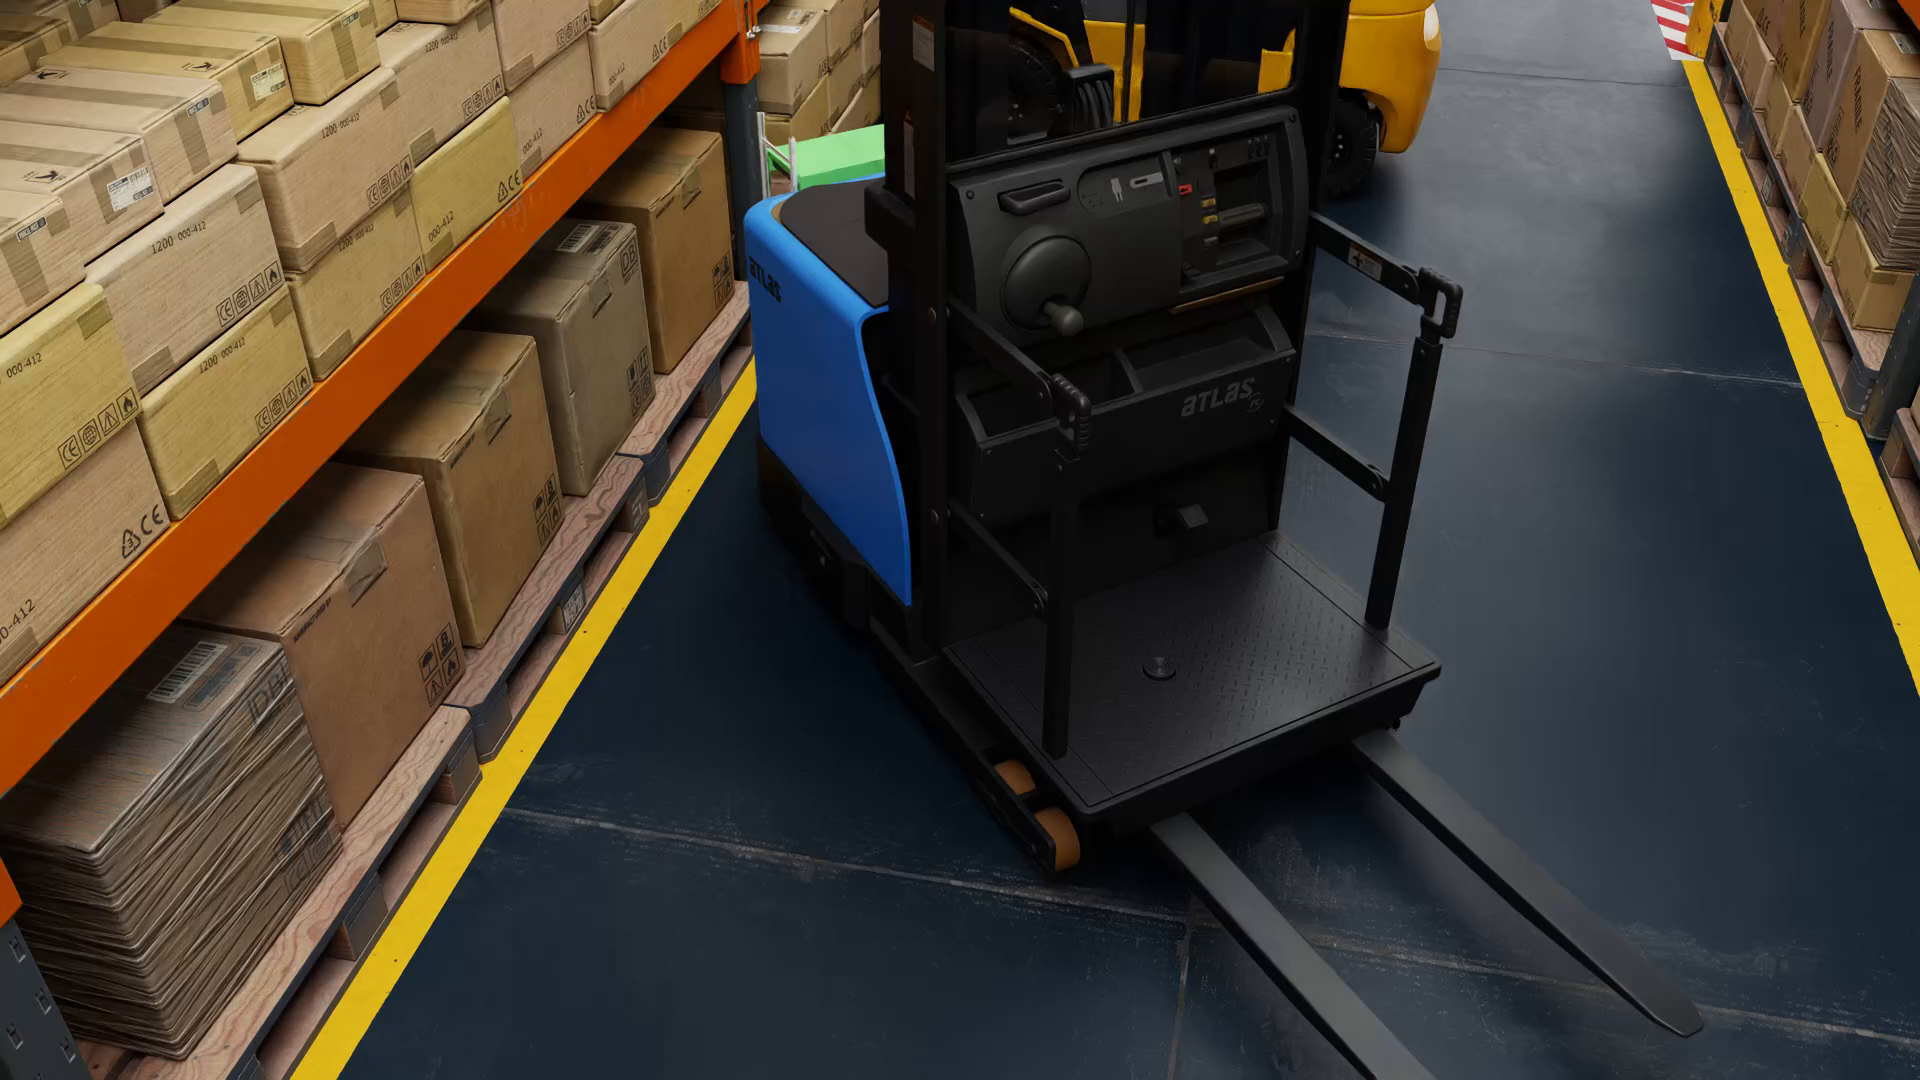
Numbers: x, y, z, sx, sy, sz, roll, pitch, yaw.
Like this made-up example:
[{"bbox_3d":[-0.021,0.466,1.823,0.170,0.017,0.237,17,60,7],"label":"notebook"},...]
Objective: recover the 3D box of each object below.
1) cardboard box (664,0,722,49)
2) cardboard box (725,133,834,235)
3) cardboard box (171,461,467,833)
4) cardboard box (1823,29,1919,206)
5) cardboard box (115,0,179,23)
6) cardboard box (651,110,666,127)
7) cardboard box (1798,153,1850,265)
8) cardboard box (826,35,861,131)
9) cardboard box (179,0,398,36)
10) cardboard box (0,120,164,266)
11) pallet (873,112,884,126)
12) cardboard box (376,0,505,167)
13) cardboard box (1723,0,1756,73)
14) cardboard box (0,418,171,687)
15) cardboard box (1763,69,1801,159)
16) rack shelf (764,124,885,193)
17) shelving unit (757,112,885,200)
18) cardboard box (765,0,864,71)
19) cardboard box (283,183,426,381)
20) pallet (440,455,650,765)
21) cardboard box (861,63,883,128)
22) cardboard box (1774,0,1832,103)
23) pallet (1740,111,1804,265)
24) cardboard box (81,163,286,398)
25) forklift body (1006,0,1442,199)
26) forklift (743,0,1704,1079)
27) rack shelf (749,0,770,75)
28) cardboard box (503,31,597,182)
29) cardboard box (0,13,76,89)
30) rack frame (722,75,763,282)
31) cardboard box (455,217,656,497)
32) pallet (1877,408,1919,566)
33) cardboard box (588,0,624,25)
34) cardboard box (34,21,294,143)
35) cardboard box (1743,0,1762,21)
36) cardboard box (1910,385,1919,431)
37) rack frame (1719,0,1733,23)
[{"bbox_3d":[-1.081,-1.765,5.257,0.500,0.250,0.500,8,37,11],"label":"cardboard box"},{"bbox_3d":[-0.803,-1.440,6.666,0.500,0.250,0.500,8,37,10],"label":"cardboard box"},{"bbox_3d":[-1.805,0.206,4.075,0.875,0.625,0.625,8,37,11],"label":"cardboard box"},{"bbox_3d":[3.592,-1.552,6.182,0.500,0.500,0.500,8,37,11],"label":"cardboard box"},{"bbox_3d":[-1.903,-1.252,3.783,0.380,0.149,0.250,8,37,11],"label":"cardboard box"},{"bbox_3d":[-1.326,-1.711,6.614,0.500,0.250,0.500,7,36,9],"label":"cardboard box"},{"bbox_3d":[3.588,-1.263,6.422,0.500,0.250,0.500,6,36,9],"label":"cardboard box"},{"bbox_3d":[-0.719,-1.934,6.921,0.500,0.250,0.500,7,37,10],"label":"cardboard box"},{"bbox_3d":[-1.501,-1.205,3.719,0.380,0.149,0.250,7,37,10],"label":"cardboard box"},{"bbox_3d":[-1.642,-0.607,2.893,0.380,0.149,0.250,8,37,11],"label":"cardboard box"},{"bbox_3d":[-0.760,-2.170,8.065,1.003,0.211,1.213,7,37,10],"label":"pallet"},{"bbox_3d":[-1.428,-1.100,3.914,0.500,0.250,0.500,8,37,11],"label":"cardboard box"},{"bbox_3d":[4.032,-2.449,8.058,0.500,0.250,0.500,7,37,10],"label":"cardboard box"},{"bbox_3d":[-1.750,-0.017,2.845,0.500,0.250,0.500,7,37,10],"label":"cardboard box"},{"bbox_3d":[3.812,-1.843,7.222,0.500,0.250,0.500,10,37,13],"label":"cardboard box"},{"bbox_3d":[-0.330,-1.141,5.093,0.480,0.148,0.258,-19,40,-24],"label":"rack shelf"},{"bbox_3d":[-0.330,-0.804,5.338,0.503,1.200,0.258,-19,40,-24],"label":"shelving unit"},{"bbox_3d":[-0.700,-2.139,6.778,0.500,0.250,0.500,7,37,10],"label":"cardboard box"},{"bbox_3d":[-1.535,-0.601,3.651,0.500,0.250,0.500,6,36,8],"label":"cardboard box"},{"bbox_3d":[-1.607,0.111,4.917,1.003,0.211,1.213,7,37,10],"label":"pallet"},{"bbox_3d":[-0.615,-2.029,7.479,0.500,0.250,0.500,8,37,11],"label":"cardboard box"},{"bbox_3d":[3.805,-2.152,7.010,0.500,0.500,0.500,8,37,11],"label":"cardboard box"},{"bbox_3d":[3.988,-1.489,7.125,1.003,0.211,1.213,7,37,10],"label":"pallet"},{"bbox_3d":[-1.642,-0.506,3.094,0.500,0.250,0.500,8,37,11],"label":"cardboard box"},{"bbox_3d":[1.002,-2.781,7.254,2.313,2.155,1.214,7,37,10],"label":"forklift body"},{"bbox_3d":[0.523,-0.670,3.677,1.130,2.935,3.031,-18,40,-23],"label":"forklift"},{"bbox_3d":[-0.802,-3.002,7.450,1.077,0.370,4.000,7,37,10],"label":"rack shelf"},{"bbox_3d":[-1.319,-1.195,4.470,0.500,0.250,0.500,8,37,10],"label":"cardboard box"},{"bbox_3d":[-2.034,-0.963,3.385,0.380,0.149,0.250,7,37,10],"label":"cardboard box"},{"bbox_3d":[-1.229,-2.147,5.656,1.000,3.000,0.127,7,37,10],"label":"rack frame"},{"bbox_3d":[-1.503,-0.611,5.203,0.875,0.625,0.625,7,37,9],"label":"cardboard box"},{"bbox_3d":[3.456,0.049,5.003,1.003,0.211,1.213,7,37,10],"label":"pallet"},{"bbox_3d":[-1.187,-1.679,4.713,0.500,0.250,0.500,6,36,9],"label":"cardboard box"},{"bbox_3d":[-1.574,-0.906,3.306,0.380,0.149,0.250,8,37,10],"label":"cardboard box"},{"bbox_3d":[4.028,-2.739,7.819,0.500,0.500,0.500,6,36,8],"label":"cardboard box"},{"bbox_3d":[3.511,-0.332,5.034,0.950,0.372,0.625,8,37,11],"label":"cardboard box"},{"bbox_3d":[4.475,-3.820,7.965,1.000,3.000,0.127,7,37,10],"label":"rack frame"}]
